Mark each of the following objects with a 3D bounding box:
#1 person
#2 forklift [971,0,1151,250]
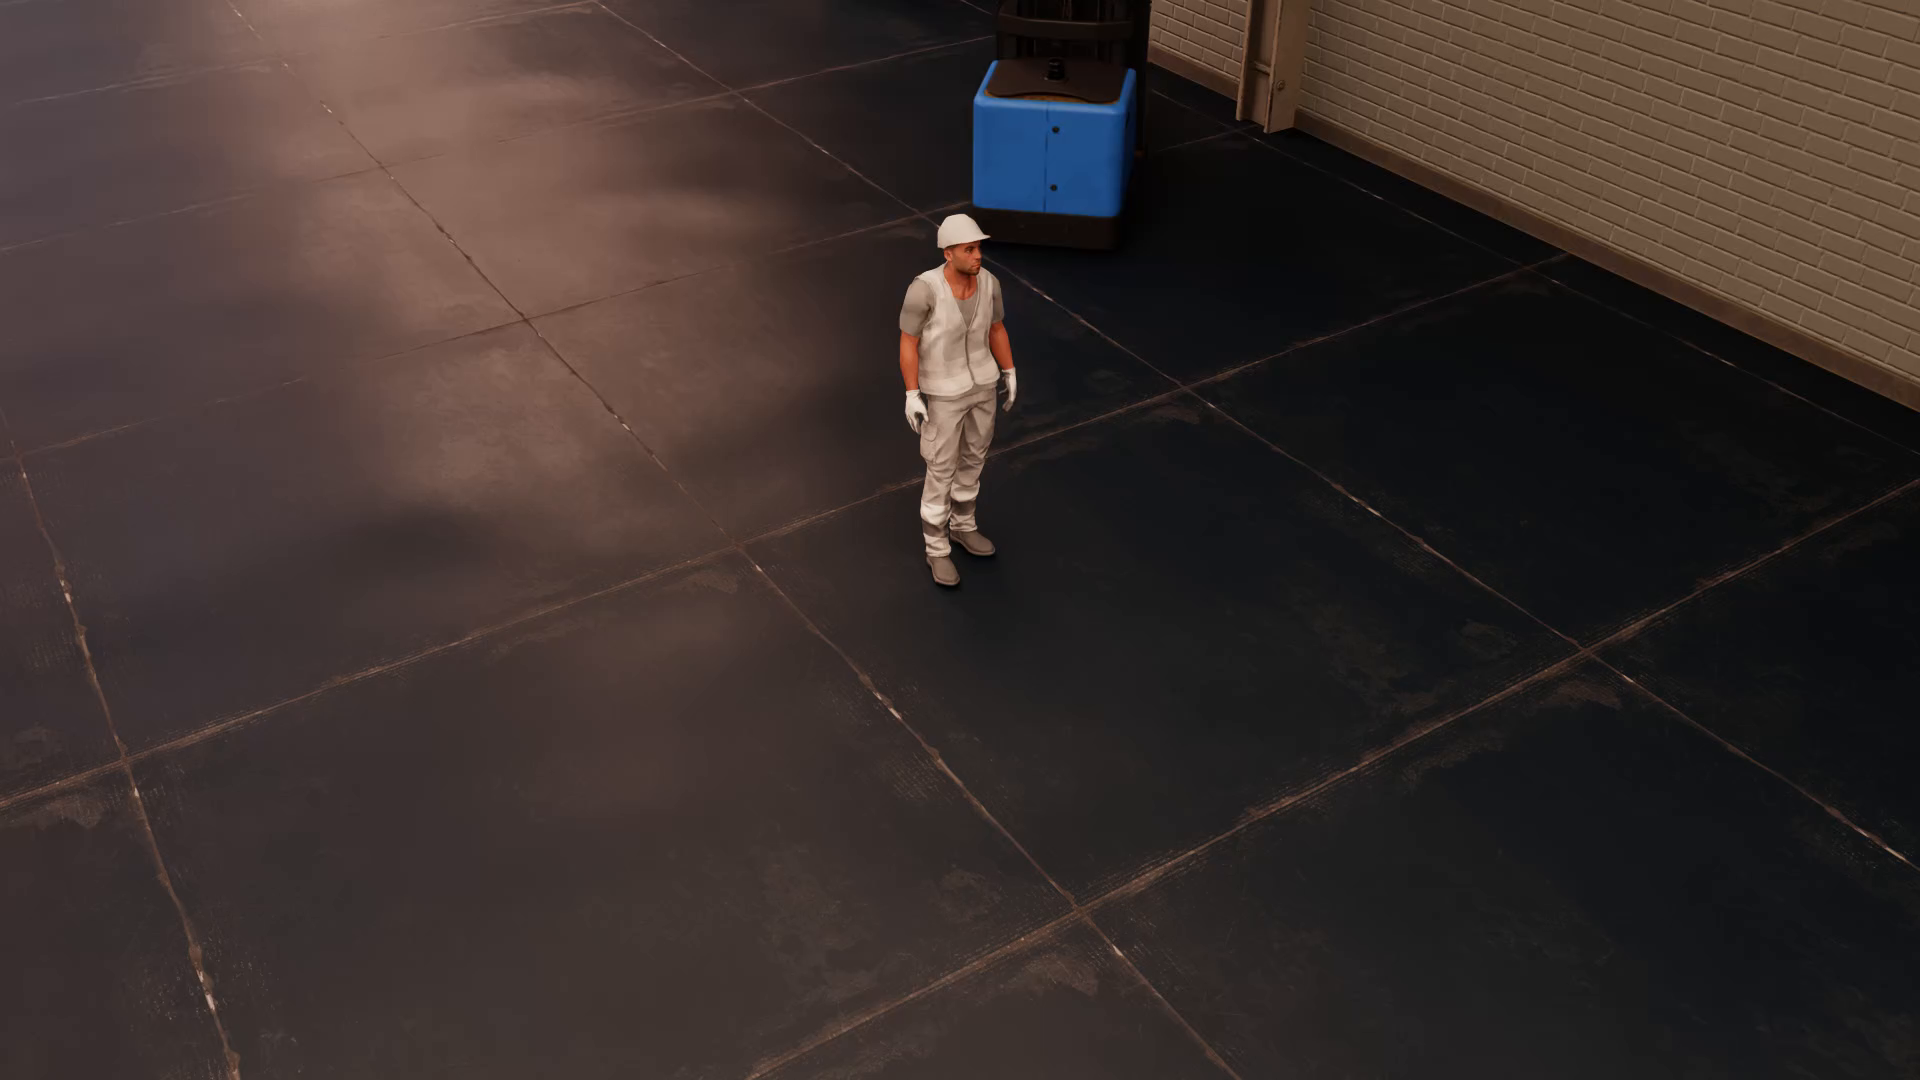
[{"bbox_3d":[0.034,-0.695,8.117,0.637,1.790,0.562,-21,40,-27],"label":"person"},{"bbox_3d":[0.844,-4.025,11.876,1.130,2.935,3.031,6,36,8],"label":"forklift"}]
